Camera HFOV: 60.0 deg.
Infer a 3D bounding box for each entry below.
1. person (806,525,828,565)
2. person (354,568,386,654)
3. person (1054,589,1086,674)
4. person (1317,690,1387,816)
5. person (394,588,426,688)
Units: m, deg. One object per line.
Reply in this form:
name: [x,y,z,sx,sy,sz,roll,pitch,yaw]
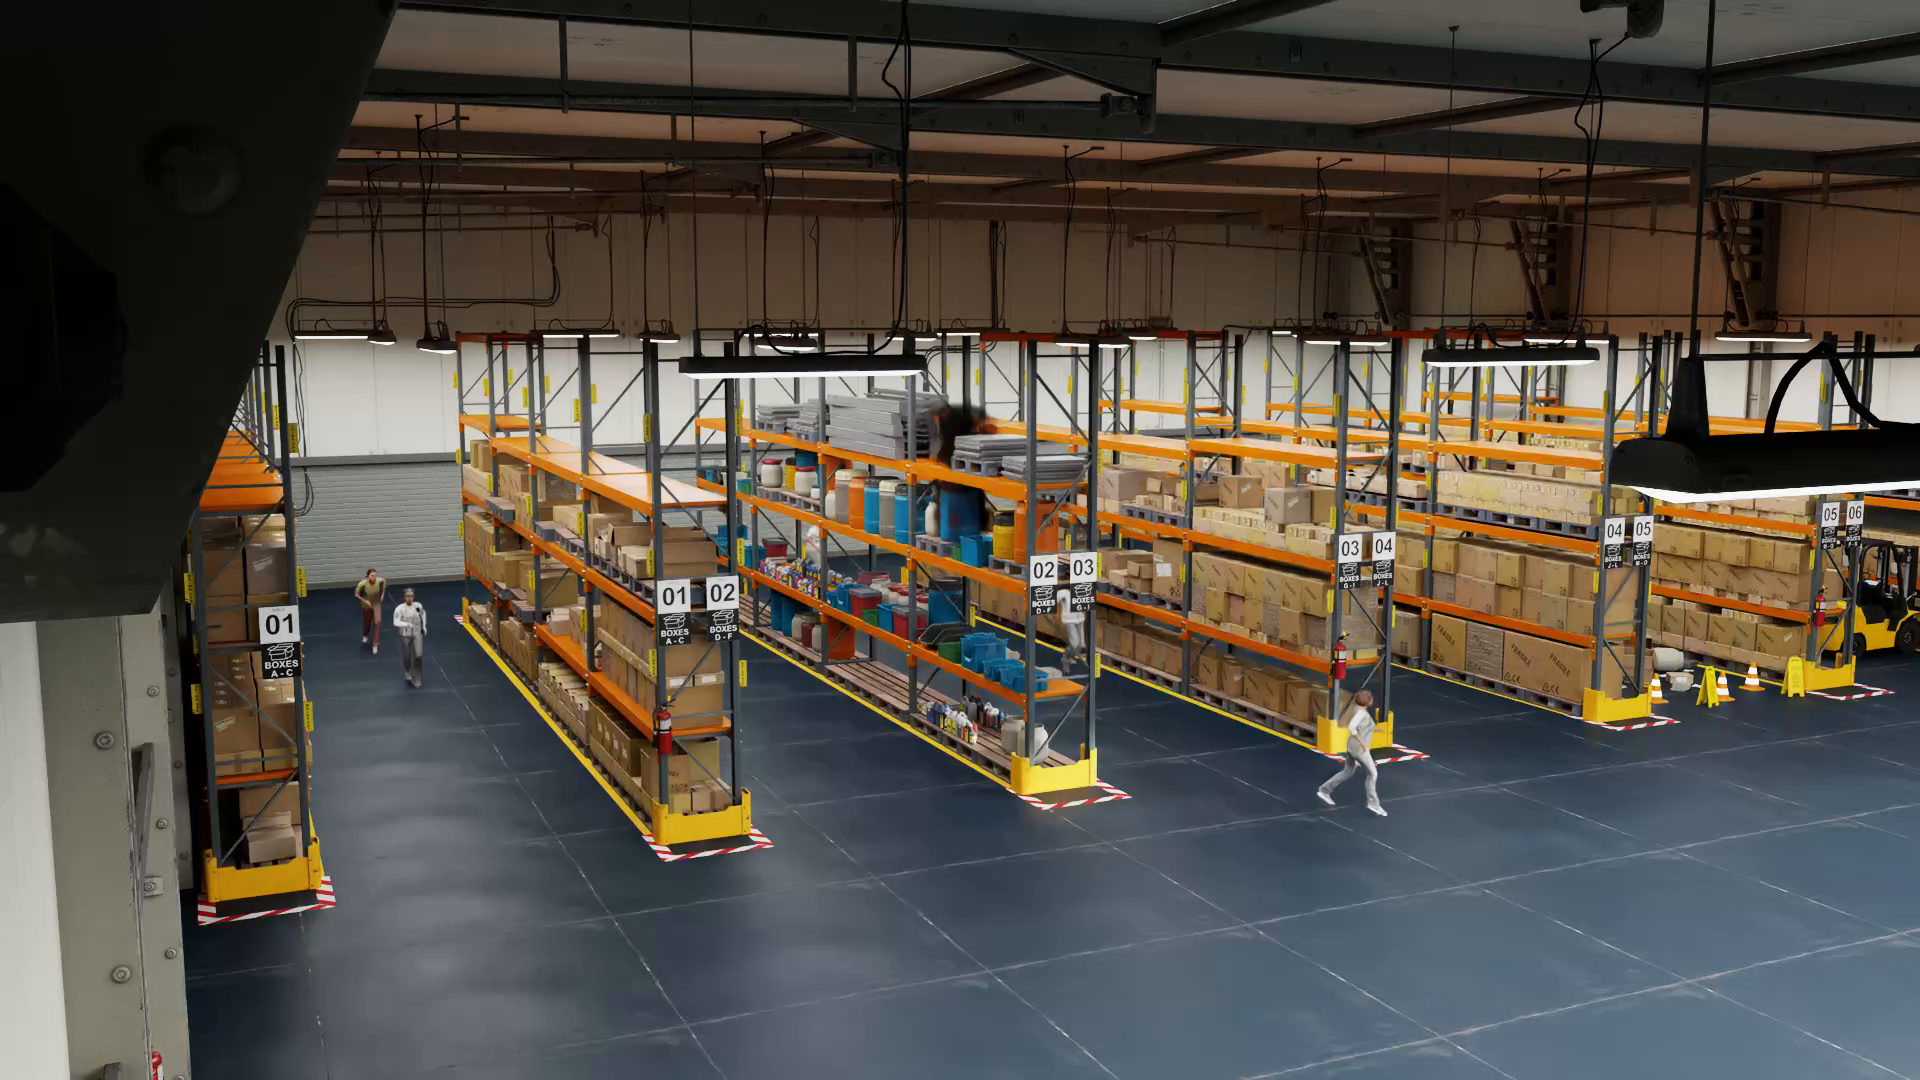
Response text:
person: [-3.405,0.237,39.232,0.552,1.688,0.744,1,8,9]
person: [-11.227,1.301,31.630,0.610,1.625,1.009,-5,9,-35]
person: [1.975,1.442,28.731,0.680,1.777,0.647,-4,9,-29]
person: [5.008,2.700,21.125,0.869,1.621,0.565,0,8,0]
person: [-9.405,1.667,28.488,0.562,1.738,0.812,-3,8,-24]
